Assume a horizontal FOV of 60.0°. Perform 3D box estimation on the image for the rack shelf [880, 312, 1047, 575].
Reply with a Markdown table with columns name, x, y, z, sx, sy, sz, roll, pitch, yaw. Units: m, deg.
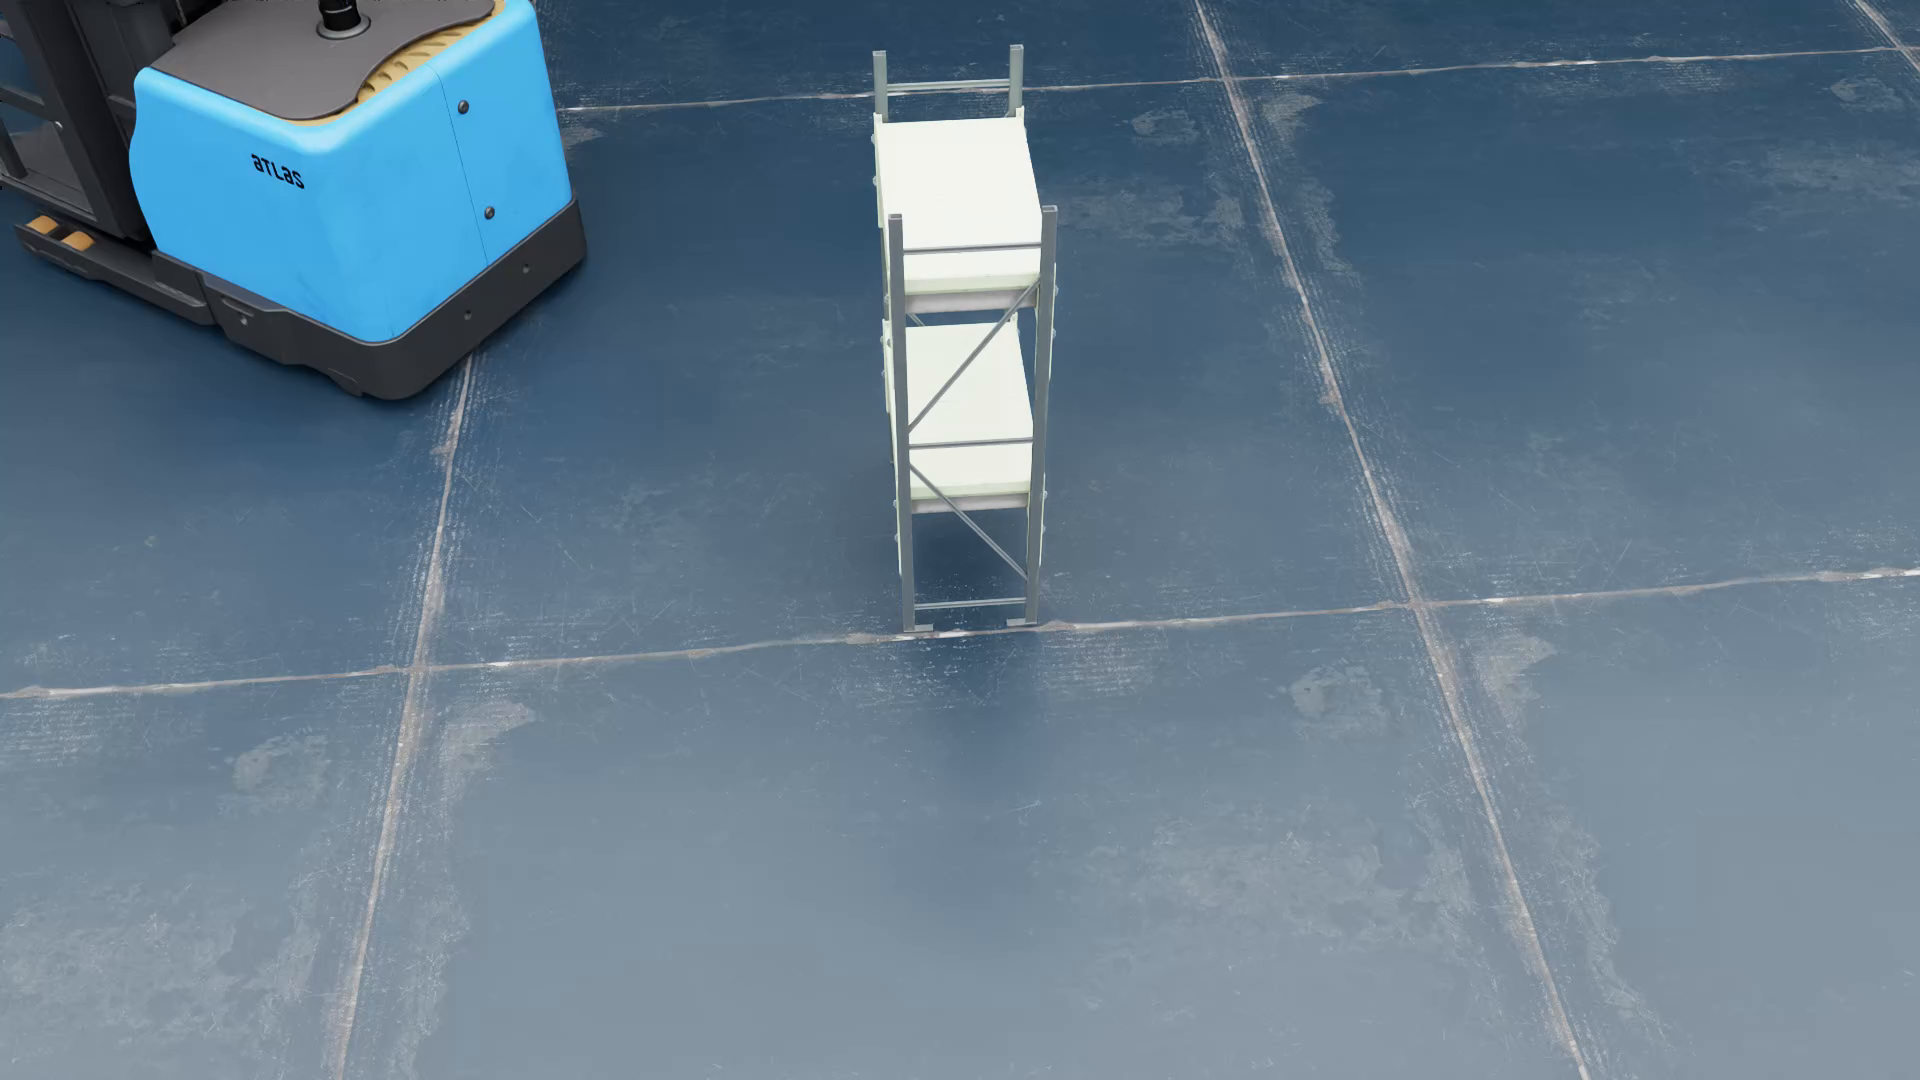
| name | x | y | z | sx | sy | sz | roll | pitch | yaw |
| --- | --- | --- | --- | --- | --- | --- | --- | --- | --- |
| rack shelf | -0.001 | -0.296 | 4.947 | 0.431 | 0.370 | 0.720 | -3 | 47 | -3 |

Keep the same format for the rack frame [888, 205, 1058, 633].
| name | x | y | z | sx | sy | sz | roll | pitch | yaw |
| --- | --- | --- | --- | --- | --- | --- | --- | --- | --- |
| rack frame | 0.030 | -0.256 | 4.459 | 0.400 | 1.500 | 0.023 | -3 | 47 | -3 |

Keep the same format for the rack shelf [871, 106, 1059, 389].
| name | x | y | z | sx | sy | sz | roll | pitch | yaw |
| --- | --- | --- | --- | --- | --- | --- | --- | --- | --- |
| rack shelf | -0.001 | -0.789 | 4.427 | 0.431 | 0.370 | 0.720 | -3 | 47 | -3 |

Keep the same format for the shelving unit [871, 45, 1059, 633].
| name | x | y | z | sx | sy | sz | roll | pitch | yaw |
| --- | --- | --- | --- | --- | --- | --- | --- | --- | --- |
| shelving unit | -0.001 | -0.521 | 4.710 | 0.431 | 1.500 | 0.755 | -3 | 47 | -3 |

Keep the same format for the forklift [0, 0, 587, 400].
| name | x | y | z | sx | sy | sz | roll | pitch | yaw |
| --- | --- | --- | --- | --- | --- | --- | --- | --- | --- |
| forklift | -2.914 | -2.287 | 5.397 | 3.031 | 2.935 | 1.130 | 23 | 51 | 20 |

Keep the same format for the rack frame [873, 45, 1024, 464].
| name | x | y | z | sx | sy | sz | roll | pitch | yaw |
| --- | --- | --- | --- | --- | --- | --- | --- | --- | --- |
| rack frame | -0.031 | -0.785 | 4.961 | 0.400 | 1.500 | 0.023 | -3 | 47 | -3 |
